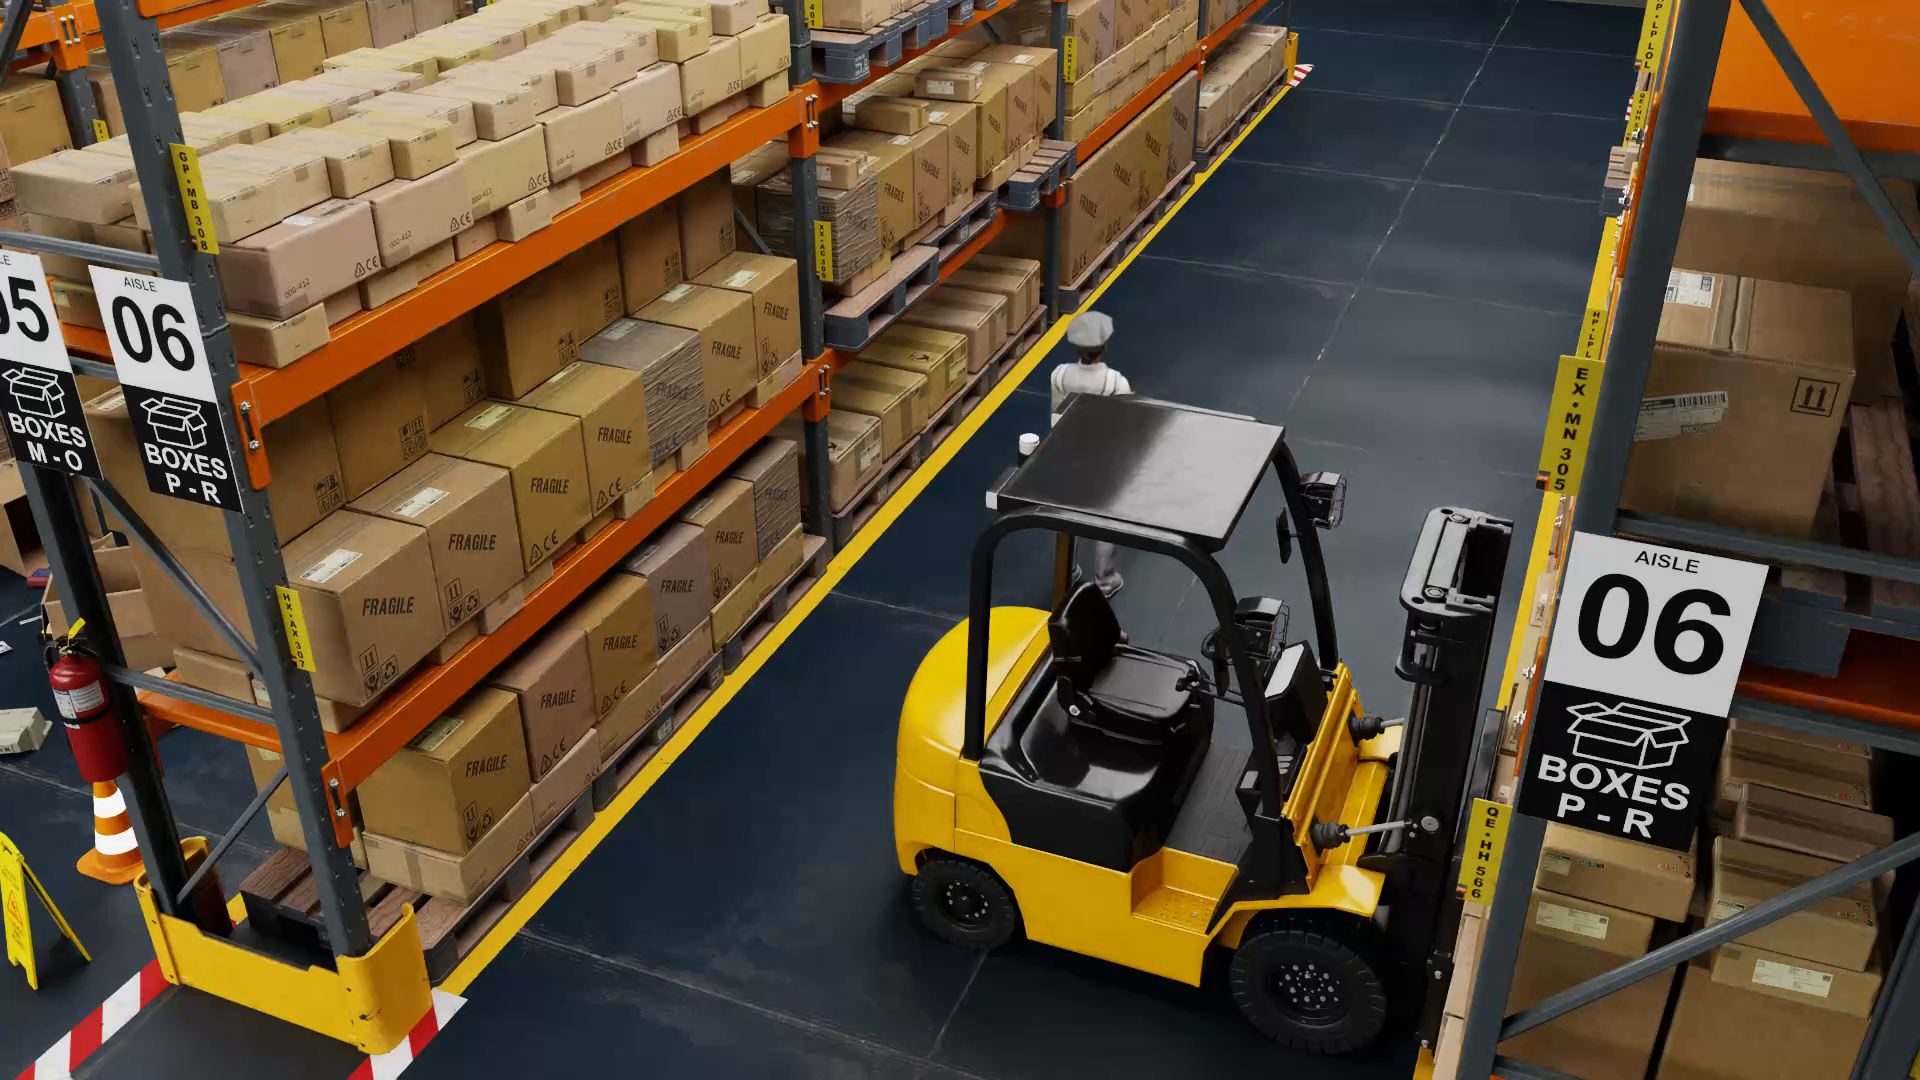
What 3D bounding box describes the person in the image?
[{"bbox_3d":[0.703,-0.453,9.175,0.544,1.666,0.370,10,31,17],"label":"person"}]
